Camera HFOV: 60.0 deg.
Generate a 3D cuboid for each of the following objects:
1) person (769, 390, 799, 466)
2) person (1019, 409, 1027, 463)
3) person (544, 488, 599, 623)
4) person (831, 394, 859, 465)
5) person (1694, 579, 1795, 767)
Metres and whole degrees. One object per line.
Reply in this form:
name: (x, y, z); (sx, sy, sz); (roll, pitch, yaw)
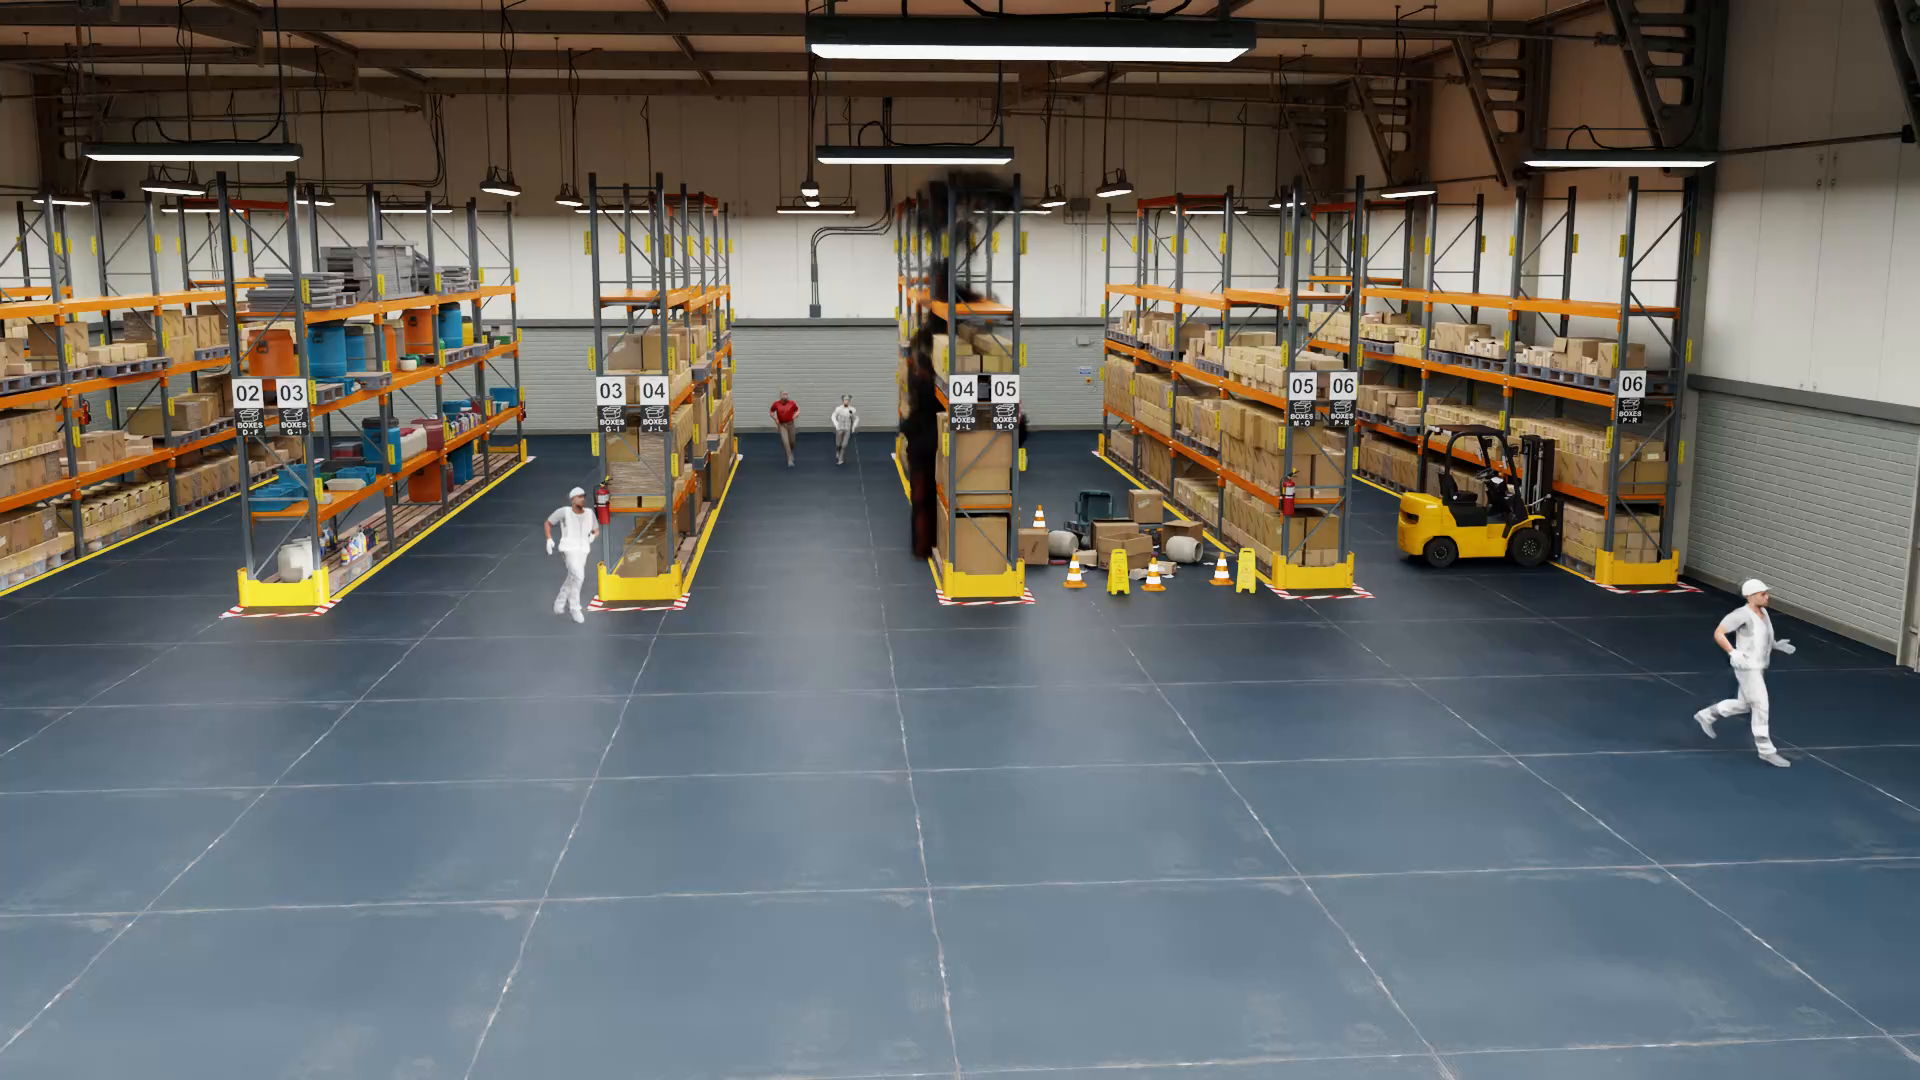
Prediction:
person: (-4.051, -2.602, 38.567); (0.669, 1.739, 0.842); (-3, 10, -17)
person: (1.276, -2.360, 37.819); (0.549, 1.508, 0.806); (-2, 10, -12)
person: (-5.201, 0.175, 22.584); (0.773, 1.765, 0.702); (10, 14, 44)
person: (-2.663, -2.583, 38.651); (0.650, 1.632, 0.546); (0, 10, 1)
person: (7.751, 1.266, 16.376); (0.656, 1.792, 0.983); (-10, 14, -43)
